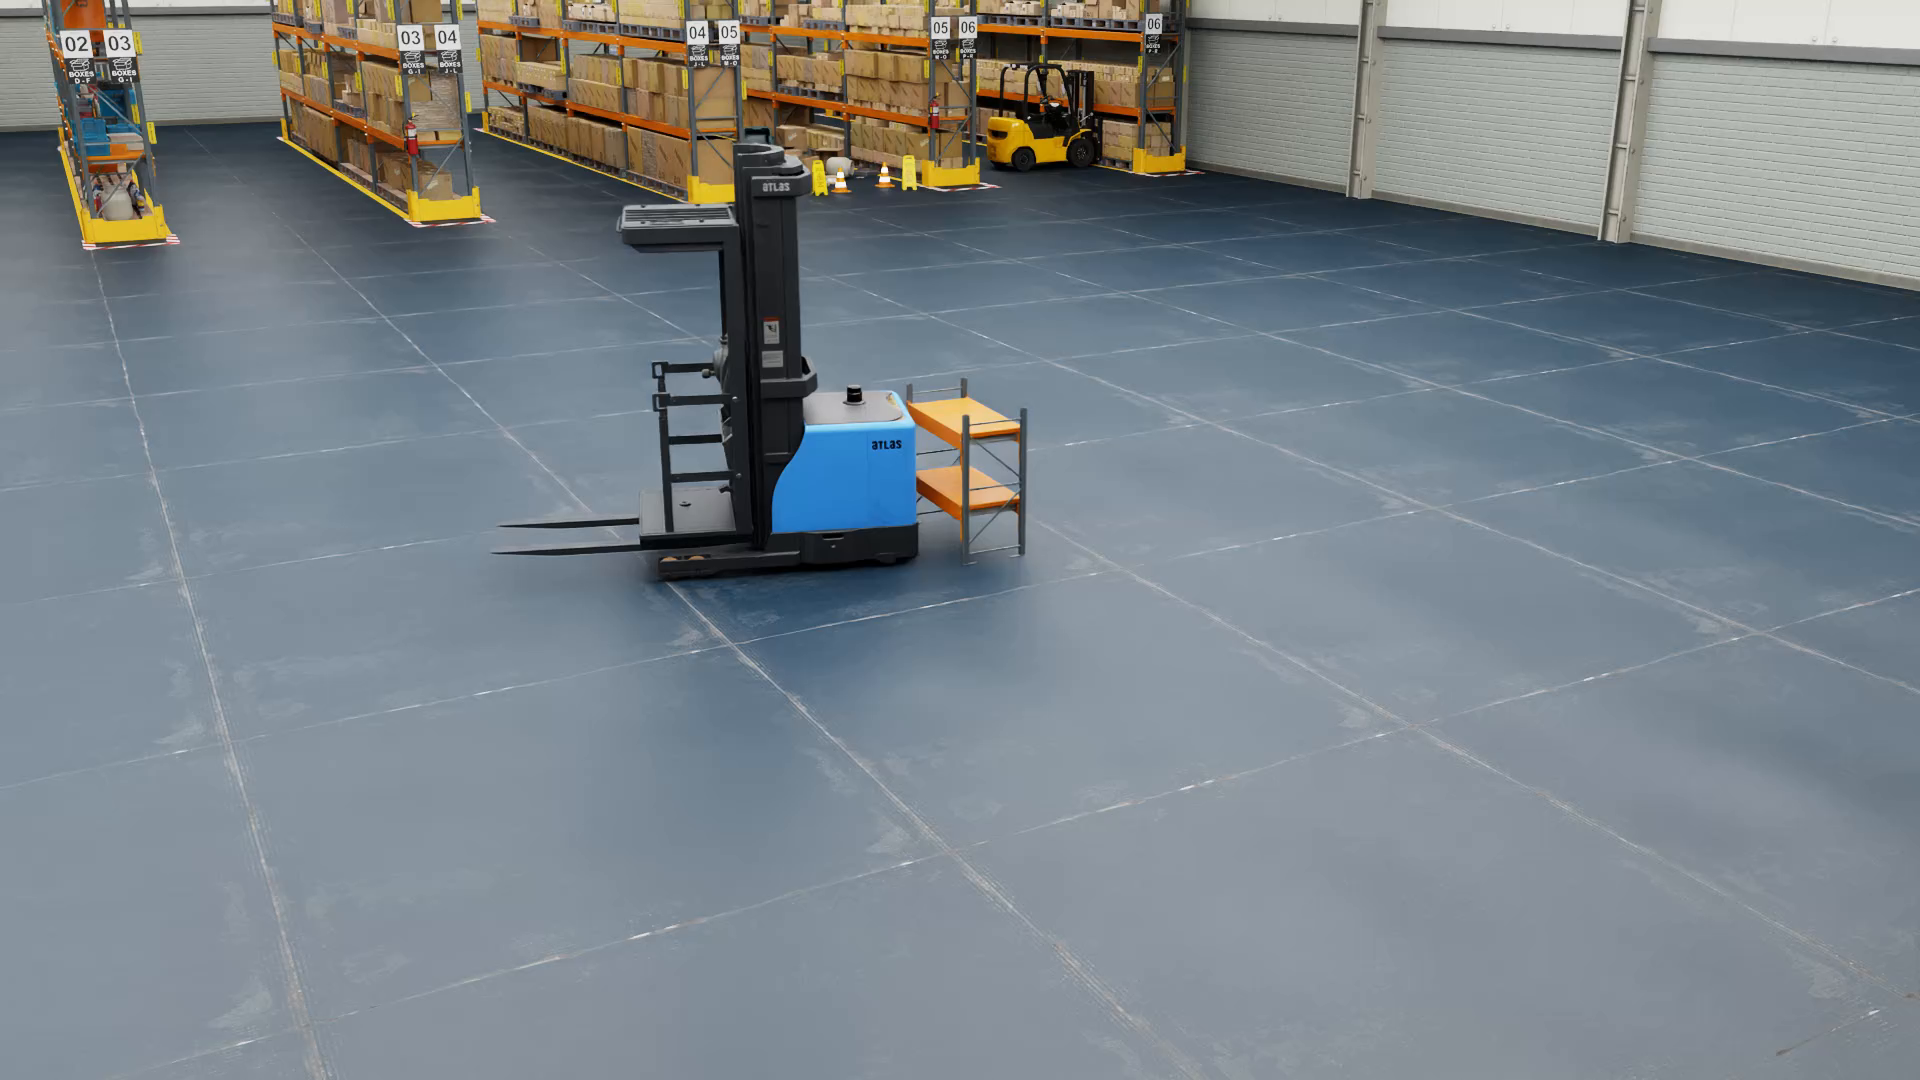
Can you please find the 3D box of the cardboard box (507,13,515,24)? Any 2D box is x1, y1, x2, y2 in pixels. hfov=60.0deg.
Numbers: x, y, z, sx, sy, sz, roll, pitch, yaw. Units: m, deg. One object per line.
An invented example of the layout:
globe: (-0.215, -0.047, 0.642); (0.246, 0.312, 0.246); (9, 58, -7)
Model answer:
cardboard box: (-10.623, -12.598, 40.174); (0.500, 0.250, 0.500); (-9, 21, -25)

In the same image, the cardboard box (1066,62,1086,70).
cardboard box: (2.576, -10.555, 37.019); (0.380, 0.149, 0.250); (-9, 21, -25)

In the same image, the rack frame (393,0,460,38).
rack frame: (-8.867, -9.804, 27.247); (1.000, 3.000, 0.127); (-10, 21, -27)

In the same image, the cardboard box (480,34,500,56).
cardboard box: (-12.072, -12.791, 42.958); (0.500, 0.500, 0.500); (-10, 21, -27)

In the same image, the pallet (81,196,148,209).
pallet: (-14.843, -5.832, 29.208); (1.003, 0.211, 1.213); (-10, 21, -27)

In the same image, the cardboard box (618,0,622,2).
cardboard box: (-6.480, -10.620, 32.577); (0.380, 0.149, 0.250); (-10, 21, -26)

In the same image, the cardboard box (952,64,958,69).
cardboard box: (-0.364, -11.950, 42.249); (0.500, 0.250, 0.500); (-11, 22, -29)

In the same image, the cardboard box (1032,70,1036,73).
cardboard box: (1.825, -10.910, 38.502); (0.380, 0.149, 0.250); (-10, 22, -27)

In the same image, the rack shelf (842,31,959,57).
rack shelf: (-1.095, -10.155, 33.966); (1.077, 0.370, 4.000); (-10, 21, -27)

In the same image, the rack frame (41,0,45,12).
rack frame: (-20.824, -13.630, 38.335); (1.000, 3.000, 0.127); (-10, 21, -27)

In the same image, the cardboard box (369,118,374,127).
cardboard box: (-10.822, -7.815, 31.067); (0.380, 0.149, 0.250); (-10, 21, -27)

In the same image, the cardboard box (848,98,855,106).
cardboard box: (-2.178, -9.392, 35.637); (0.380, 0.149, 0.250); (-10, 21, -27)

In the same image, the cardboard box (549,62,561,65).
cardboard box: (-9.541, -11.276, 39.541); (0.380, 0.149, 0.250); (-11, 22, -28)

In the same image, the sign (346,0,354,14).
sign: (-11.253, -9.878, 30.663); (0.100, 0.325, 0.005); (-10, 21, -27)

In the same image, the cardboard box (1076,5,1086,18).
cardboard box: (2.759, -11.548, 36.310); (0.396, 0.266, 0.258); (-11, 22, -28)

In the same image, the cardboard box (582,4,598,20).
cardboard box: (-7.621, -11.092, 34.919); (0.500, 0.311, 0.500); (-10, 22, -28)

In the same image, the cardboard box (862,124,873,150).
cardboard box: (-1.738, -8.541, 35.207); (0.500, 0.500, 0.500); (-9, 21, -24)

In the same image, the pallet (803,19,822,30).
pallet: (-2.740, -11.471, 36.966); (1.213, 0.211, 1.003); (-10, 21, -27)

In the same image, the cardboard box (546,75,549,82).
cardboard box: (-9.144, -10.447, 37.593); (0.380, 0.149, 0.250); (-9, 21, -25)

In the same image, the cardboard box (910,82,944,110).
cardboard box: (-0.646, -8.804, 32.937); (0.500, 0.500, 0.500); (-10, 22, -28)

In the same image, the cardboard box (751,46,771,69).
cardboard box: (-4.671, -11.573, 39.886); (0.500, 0.500, 0.500); (-10, 21, -26)

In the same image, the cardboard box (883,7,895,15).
cardboard box: (-1.324, -10.665, 33.505); (0.380, 0.149, 0.250); (-9, 21, -25)

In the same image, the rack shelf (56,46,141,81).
rack shelf: (-14.176, -7.853, 27.294); (1.077, 0.370, 4.000); (-10, 21, -27)

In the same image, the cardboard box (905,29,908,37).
cardboard box: (-0.866, -10.092, 33.066); (0.380, 0.149, 0.250); (-10, 21, -26)

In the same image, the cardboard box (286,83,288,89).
cardboard box: (-16.097, -10.994, 40.280); (0.380, 0.149, 0.250); (-10, 22, -28)

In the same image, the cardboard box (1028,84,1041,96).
cardboard box: (1.852, -10.454, 38.559); (0.500, 0.250, 0.500); (-9, 21, -25)

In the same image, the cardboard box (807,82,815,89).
cardboard box: (-3.229, -10.286, 37.582); (0.380, 0.149, 0.250); (-9, 21, -25)

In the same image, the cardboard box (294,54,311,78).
cardboard box: (-15.019, -10.927, 38.325); (0.500, 0.500, 0.500); (-9, 21, -25)

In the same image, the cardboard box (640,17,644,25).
cardboard box: (-5.873, -9.878, 31.649); (0.380, 0.149, 0.250); (-10, 21, -27)

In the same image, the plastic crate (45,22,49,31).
plastic crate: (-19.391, -11.038, 35.748); (0.450, 0.188, 0.662); (-10, 21, -27)

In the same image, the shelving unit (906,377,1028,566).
shelving unit: (0.037, -0.534, 12.455); (0.538, 1.125, 1.048); (-9, 21, -23)

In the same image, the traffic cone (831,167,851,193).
traffic cone: (-2.301, -6.958, 32.086); (0.336, 0.463, 0.334); (-10, 21, -27)

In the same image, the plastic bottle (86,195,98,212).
plastic bottle: (-14.579, -5.657, 27.928); (0.152, 0.276, 0.135); (-10, 21, -26)

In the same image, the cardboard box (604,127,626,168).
cardboard box: (-6.727, -8.155, 34.470); (1.050, 0.750, 0.750); (-10, 21, -27)

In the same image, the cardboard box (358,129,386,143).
cardboard box: (-12.061, -8.307, 34.114); (0.500, 0.250, 0.500); (-7, 20, -21)

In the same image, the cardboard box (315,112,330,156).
cardboard box: (-13.392, -8.917, 36.488); (1.225, 0.875, 0.875); (-10, 21, -26)

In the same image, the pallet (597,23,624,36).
pallet: (-6.832, -10.438, 33.978); (0.805, 0.209, 1.217); (-11, 22, -29)

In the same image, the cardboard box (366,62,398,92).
cardboard box: (-10.538, -8.465, 30.422); (0.500, 0.500, 0.500); (-10, 21, -27)

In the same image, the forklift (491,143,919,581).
forklift: (-1.870, -1.280, 11.849); (3.031, 2.935, 1.130); (-3, 19, -10)

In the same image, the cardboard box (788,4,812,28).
cardboard box: (-3.503, -11.991, 38.031); (0.700, 0.500, 0.500); (-10, 21, -27)

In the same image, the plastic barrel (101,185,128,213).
plastic barrel: (-13.844, -5.544, 27.270); (0.421, 0.512, 0.421); (0, 19, 0)

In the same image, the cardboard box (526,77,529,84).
cardboard box: (-10.000, -10.824, 39.142); (0.380, 0.149, 0.250); (-10, 21, -26)

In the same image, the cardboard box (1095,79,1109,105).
cardboard box: (3.274, -9.718, 36.043); (0.500, 0.500, 0.500); (-10, 22, -28)

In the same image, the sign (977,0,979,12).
sign: (0.332, -10.418, 32.286); (0.100, 0.325, 0.005); (-10, 21, -27)

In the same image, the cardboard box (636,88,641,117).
cardboard box: (-5.887, -8.668, 32.922); (0.875, 0.550, 0.550); (-10, 21, -27)

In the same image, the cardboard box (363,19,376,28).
cardboard box: (-10.697, -9.445, 30.424); (0.380, 0.149, 0.250); (-11, 22, -29)

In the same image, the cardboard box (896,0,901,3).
cardboard box: (-1.449, -14.105, 43.442); (0.380, 0.149, 0.250); (-10, 22, -28)

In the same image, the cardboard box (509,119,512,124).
cardboard box: (-11.144, -10.572, 41.941); (0.380, 0.149, 0.250); (-11, 22, -29)

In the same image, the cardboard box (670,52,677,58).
cardboard box: (-7.515, -13.287, 44.852); (0.500, 0.500, 0.500); (-11, 22, -28)

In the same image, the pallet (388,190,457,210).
pallet: (-9.833, -6.260, 30.449); (1.003, 0.211, 1.213); (-10, 21, -27)

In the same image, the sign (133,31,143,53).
sign: (-12.740, -7.707, 25.755); (0.100, 0.325, 0.005); (-10, 21, -27)

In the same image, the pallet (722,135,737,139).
pallet: (-5.411, -10.420, 42.504); (1.003, 0.211, 1.213); (-10, 21, -27)

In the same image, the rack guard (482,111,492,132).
rack guard: (-12.016, -11.097, 44.023); (1.175, 0.500, 0.348); (-10, 21, -27)
